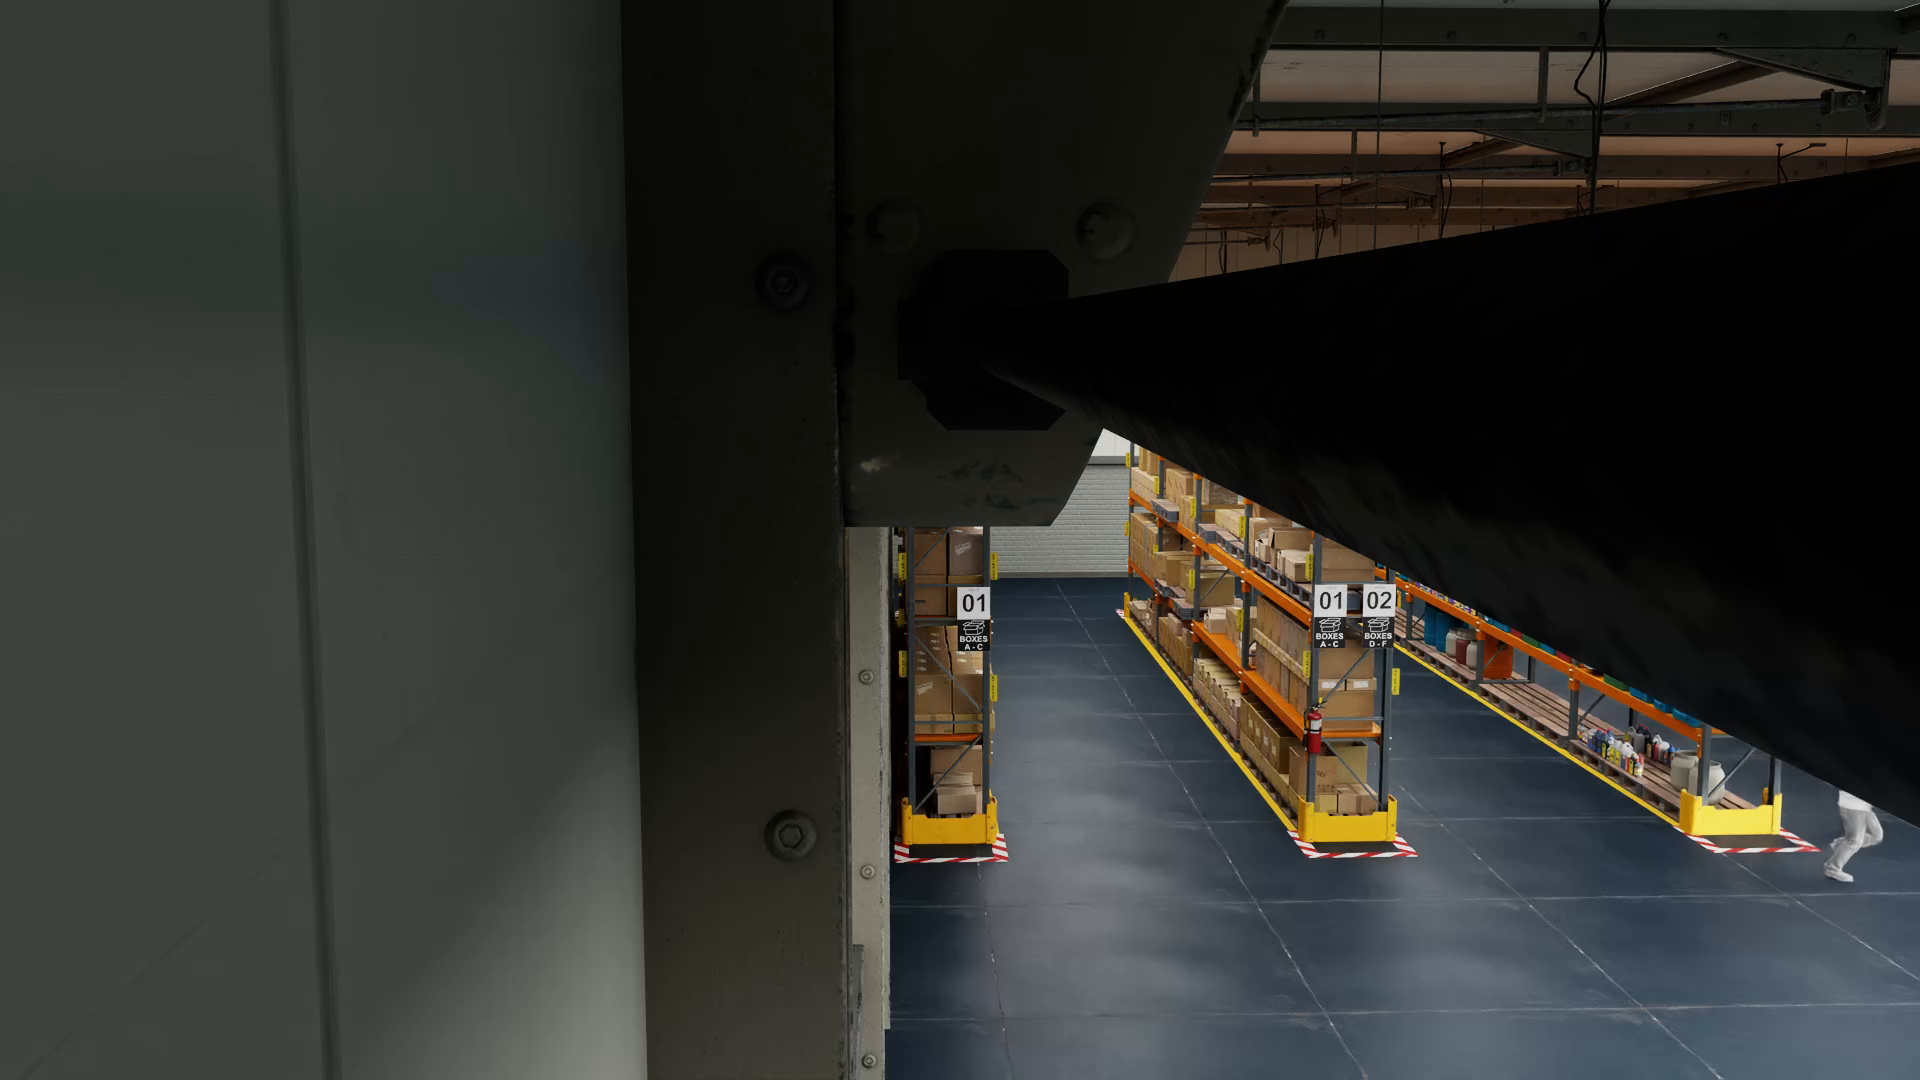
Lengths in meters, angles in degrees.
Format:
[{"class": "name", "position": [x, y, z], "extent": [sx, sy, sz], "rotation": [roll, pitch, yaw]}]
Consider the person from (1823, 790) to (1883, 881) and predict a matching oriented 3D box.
[{"class": "person", "position": [10.319, 3.047, 19.049], "extent": [0.665, 1.734, 0.694], "rotation": [4, 9, 31]}]
